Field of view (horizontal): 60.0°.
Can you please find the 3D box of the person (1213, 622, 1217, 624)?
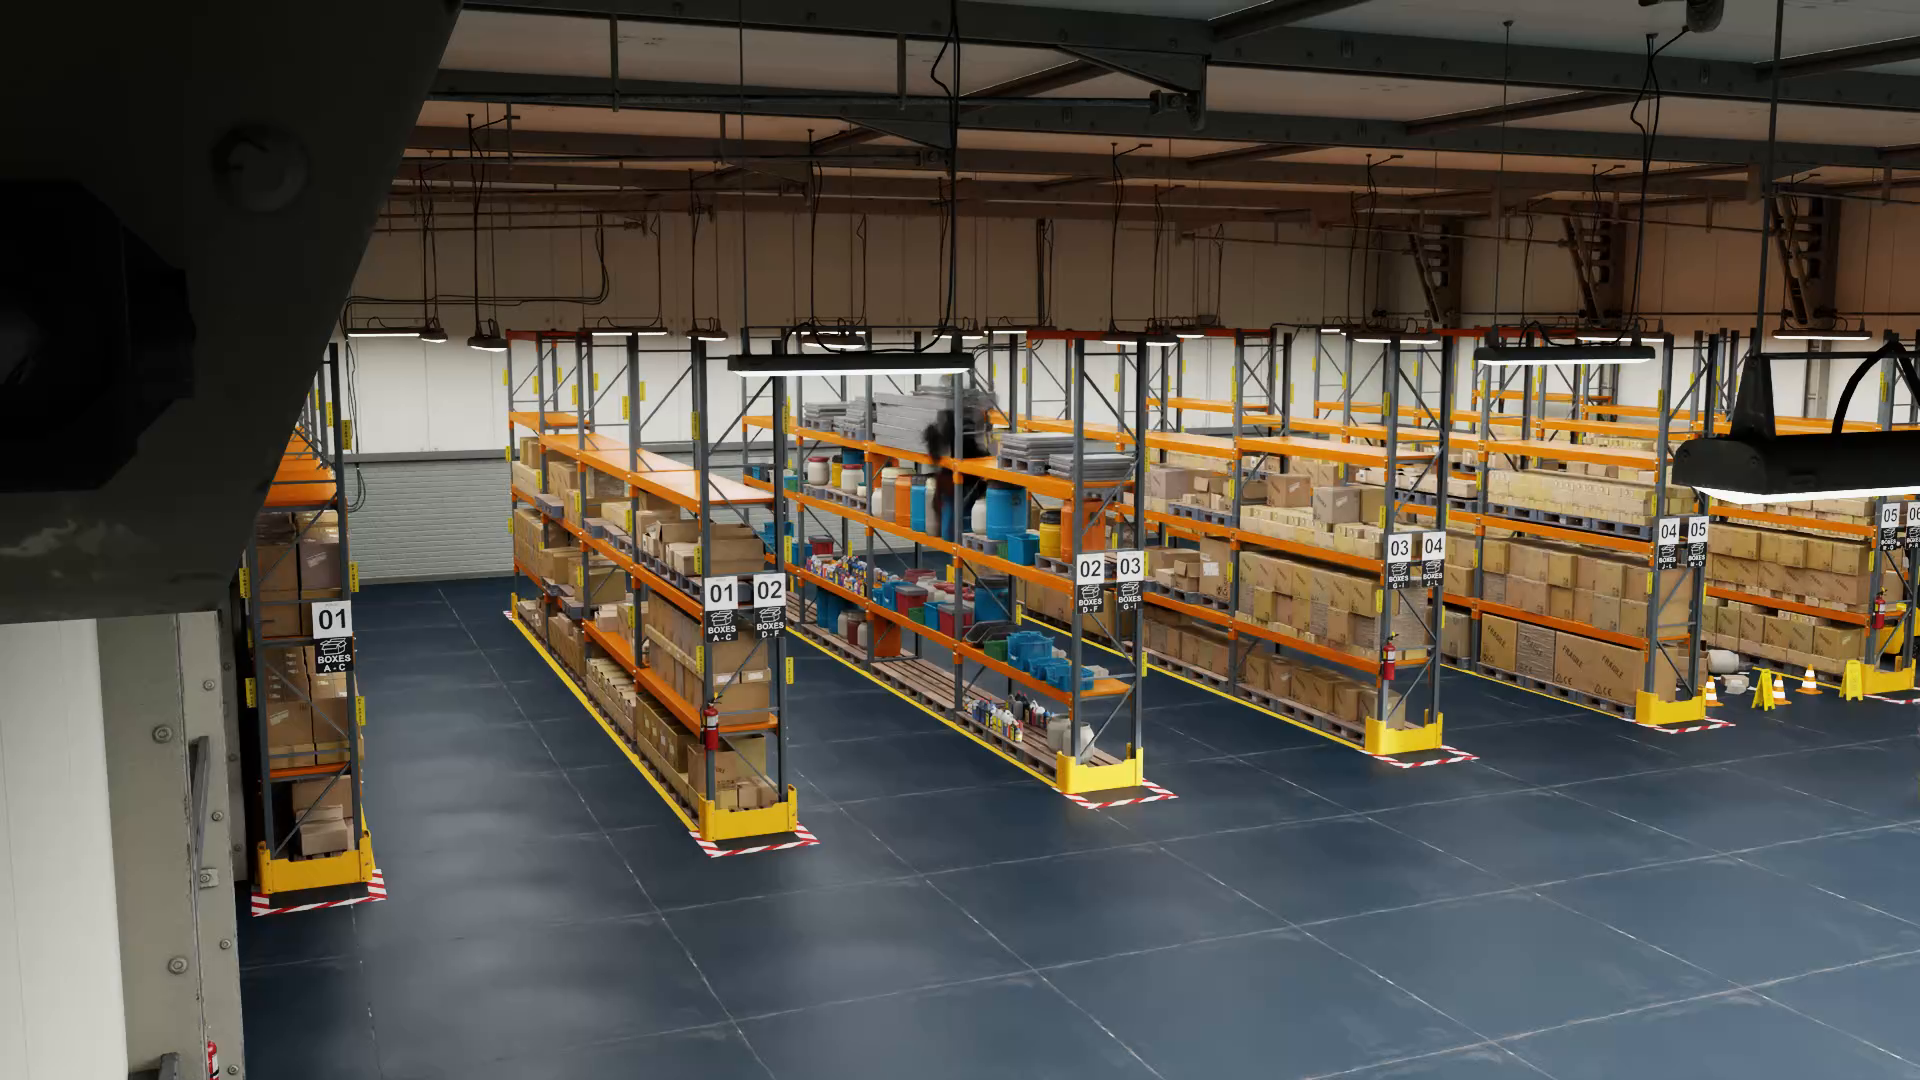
[{"bbox_3d":[5.378,0.854,33.574,0.701,1.790,0.950,-6,10,-35],"label":"person"}]
